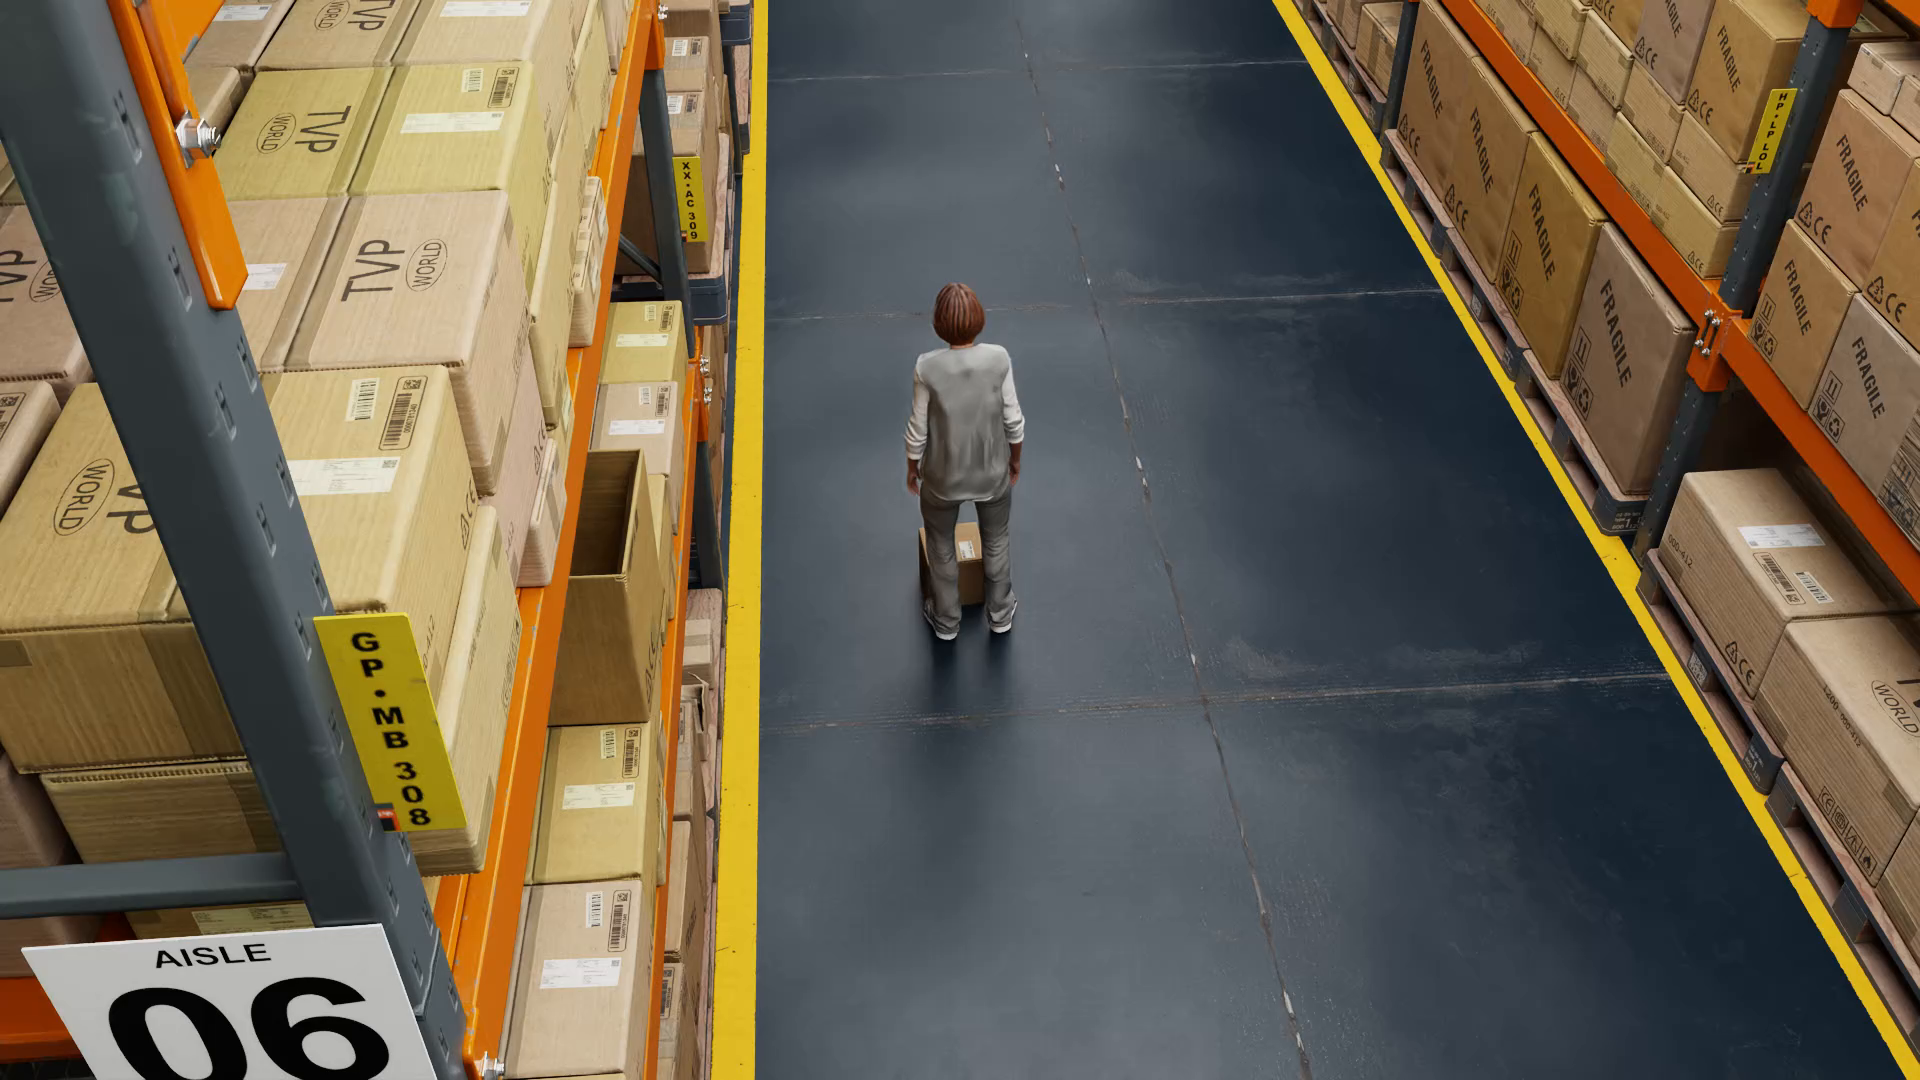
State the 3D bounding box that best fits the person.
[{"bbox_3d":[0.019,-0.259,6.485,0.467,1.581,0.349,-5,40,-6],"label":"person"}]
